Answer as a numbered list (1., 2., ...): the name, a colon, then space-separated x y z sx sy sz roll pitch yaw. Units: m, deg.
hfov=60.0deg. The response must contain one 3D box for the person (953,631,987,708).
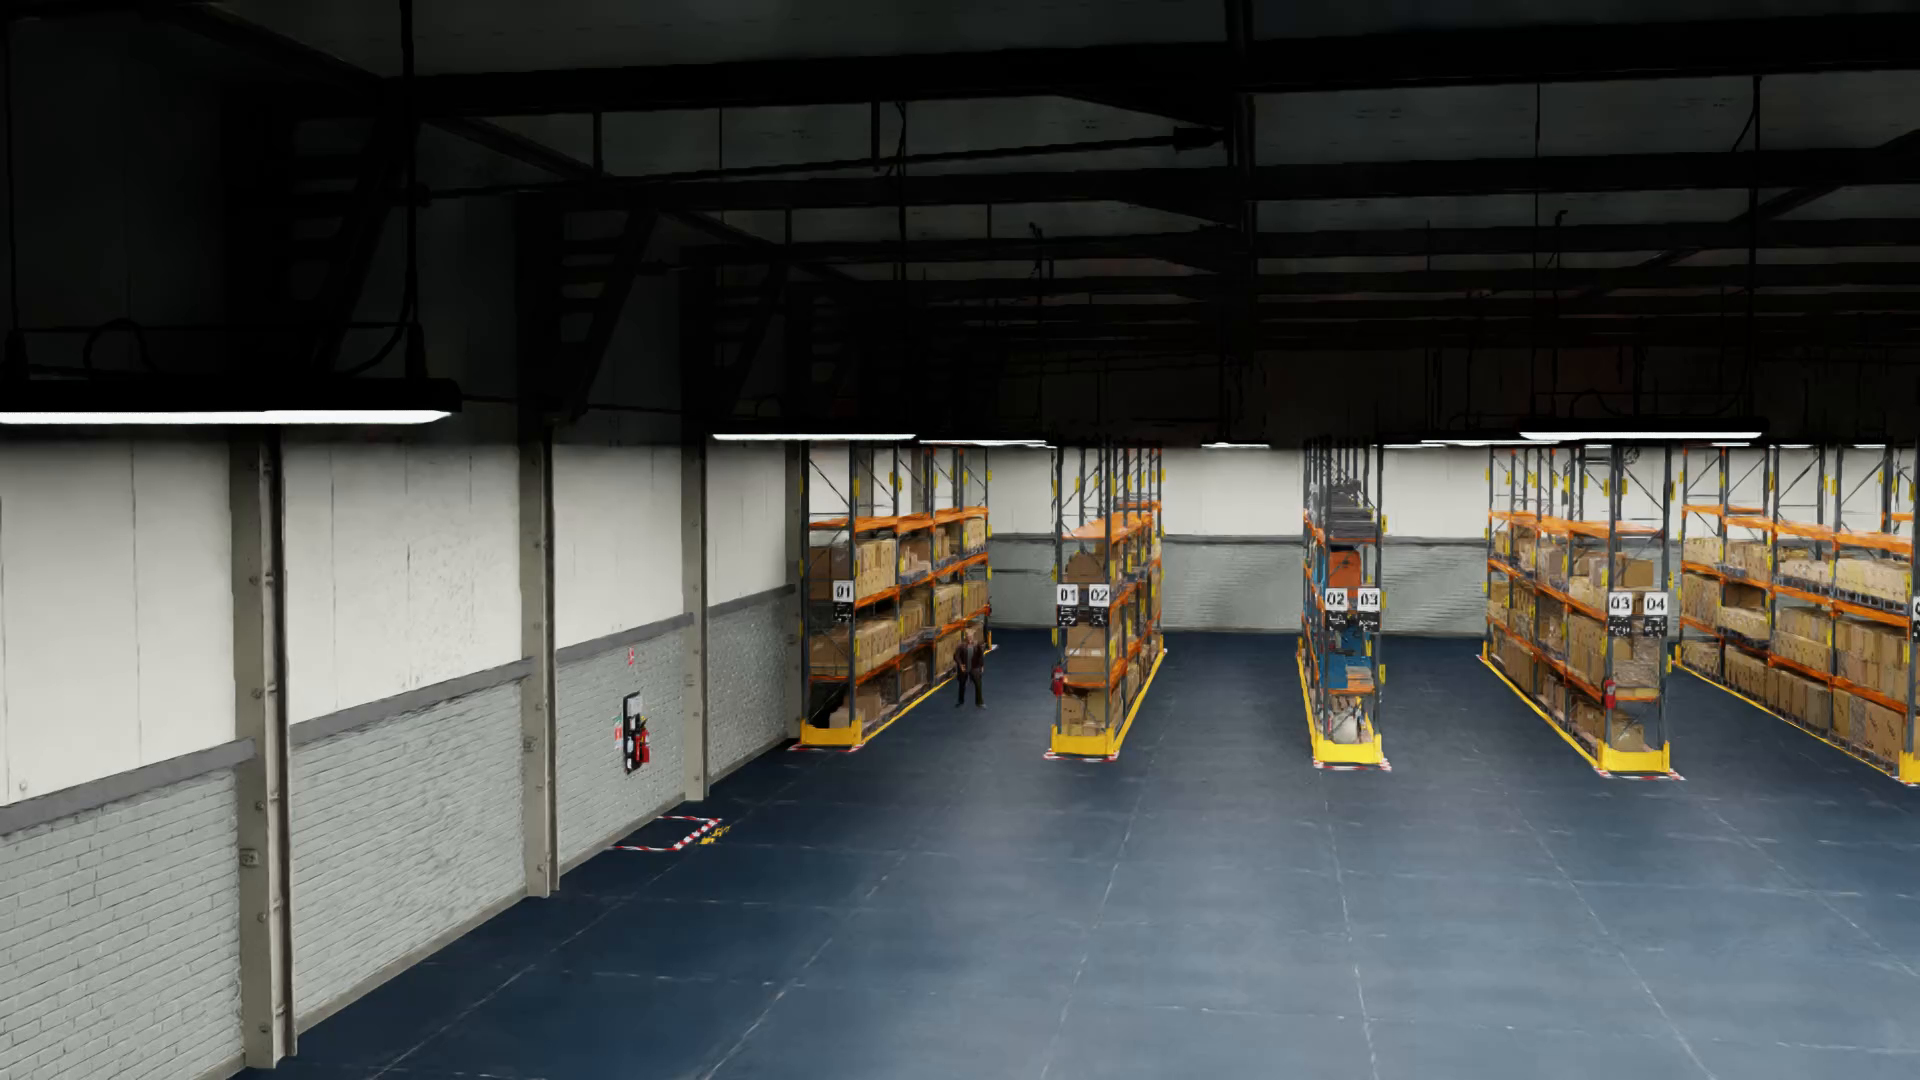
1. person: 0.196 2.858 36.891 0.717 1.713 0.900 0 3 -6

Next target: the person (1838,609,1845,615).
1. person: 23.157 2.501 43.882 0.396 1.675 0.487 2 4 36
